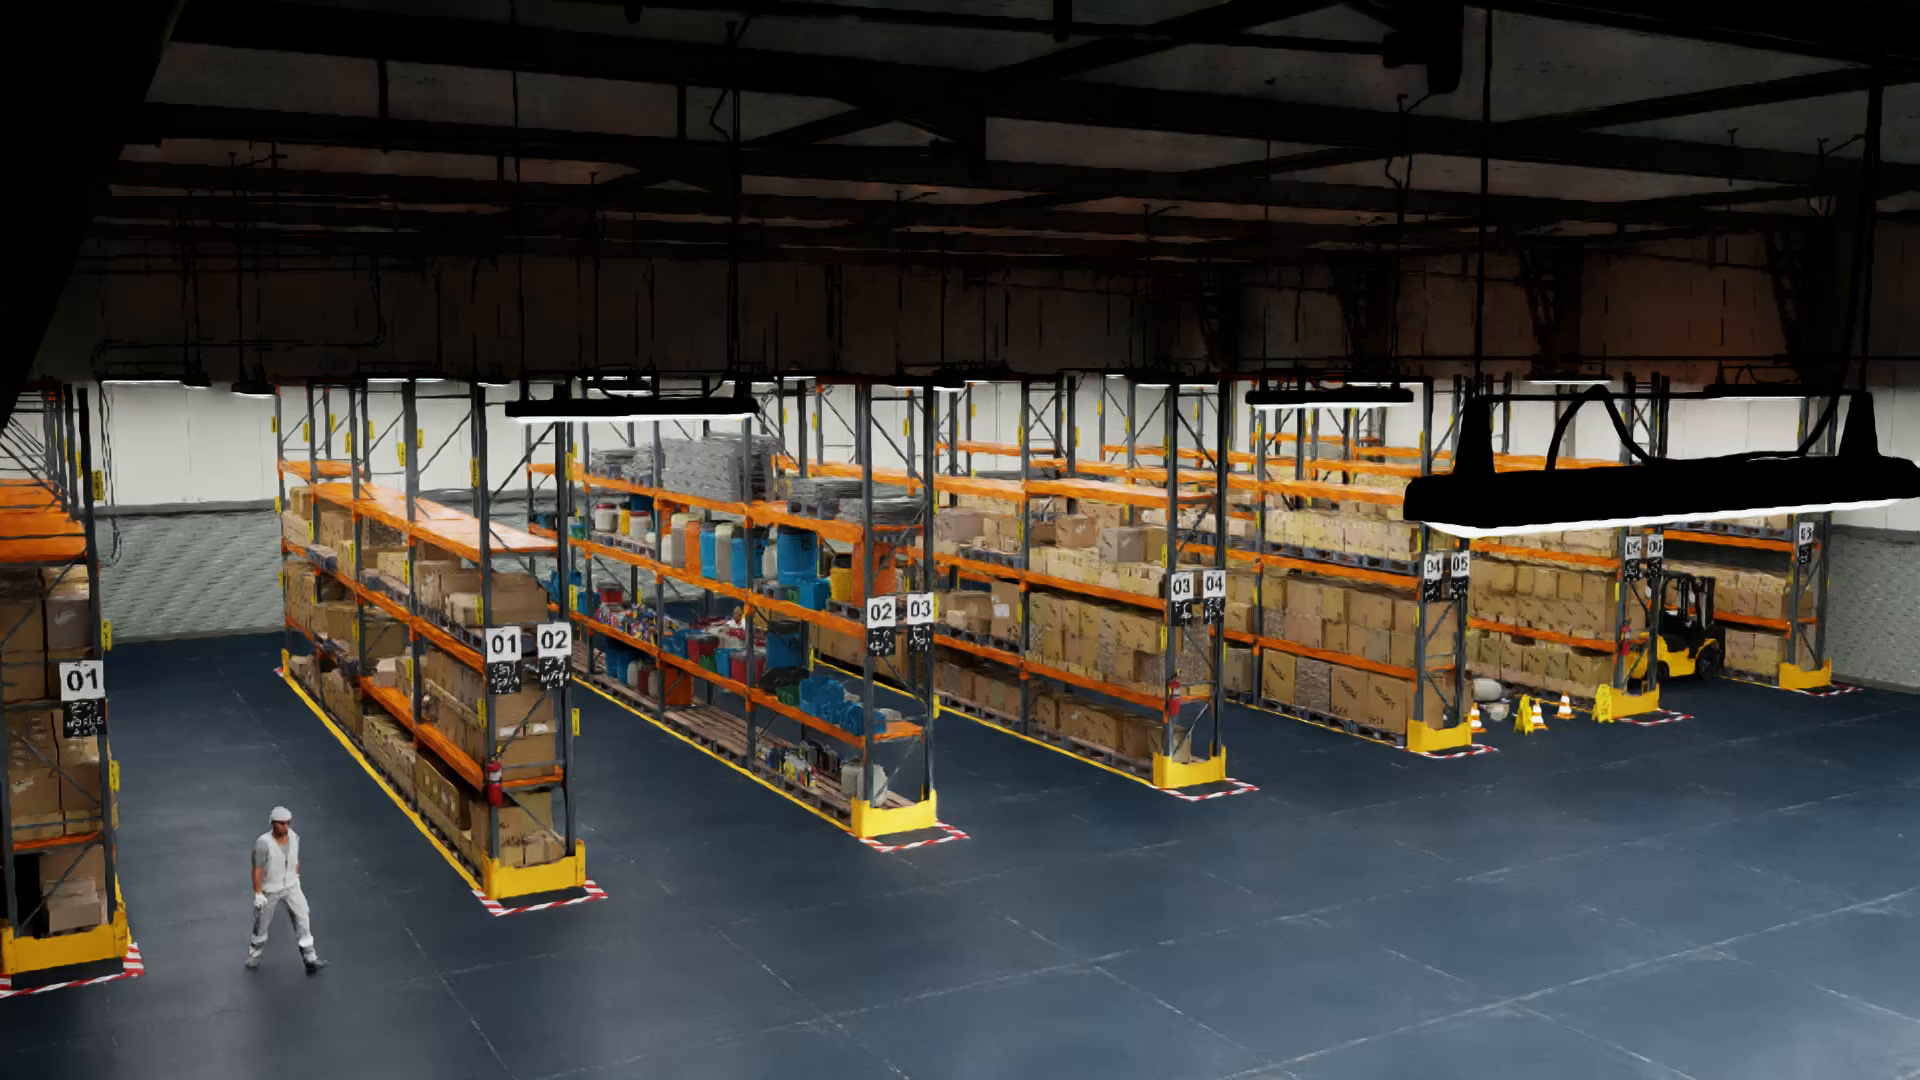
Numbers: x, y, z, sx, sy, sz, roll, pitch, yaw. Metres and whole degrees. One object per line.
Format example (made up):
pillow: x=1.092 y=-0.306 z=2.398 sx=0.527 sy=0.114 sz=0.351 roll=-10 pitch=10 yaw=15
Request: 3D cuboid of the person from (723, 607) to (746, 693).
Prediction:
person: x=-4.147 y=2.082 z=30.977 sx=0.598 sy=1.698 sz=1.193 roll=-3 pitch=7 yaw=-28

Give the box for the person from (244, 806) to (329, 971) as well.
person: x=-7.011 y=3.597 z=17.177 sx=0.965 sy=1.742 sz=0.597 roll=5 pitch=8 yaw=37

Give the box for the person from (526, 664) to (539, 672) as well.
person: x=-8.647 y=1.807 z=33.642 sx=0.577 sy=1.665 sz=0.559 roll=-1 pitch=6 yaw=-7

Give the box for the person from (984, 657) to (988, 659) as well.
person: x=0.745 y=1.720 z=34.555 sx=0.544 sy=1.644 sz=1.102 roll=-3 pitch=7 yaw=-28
